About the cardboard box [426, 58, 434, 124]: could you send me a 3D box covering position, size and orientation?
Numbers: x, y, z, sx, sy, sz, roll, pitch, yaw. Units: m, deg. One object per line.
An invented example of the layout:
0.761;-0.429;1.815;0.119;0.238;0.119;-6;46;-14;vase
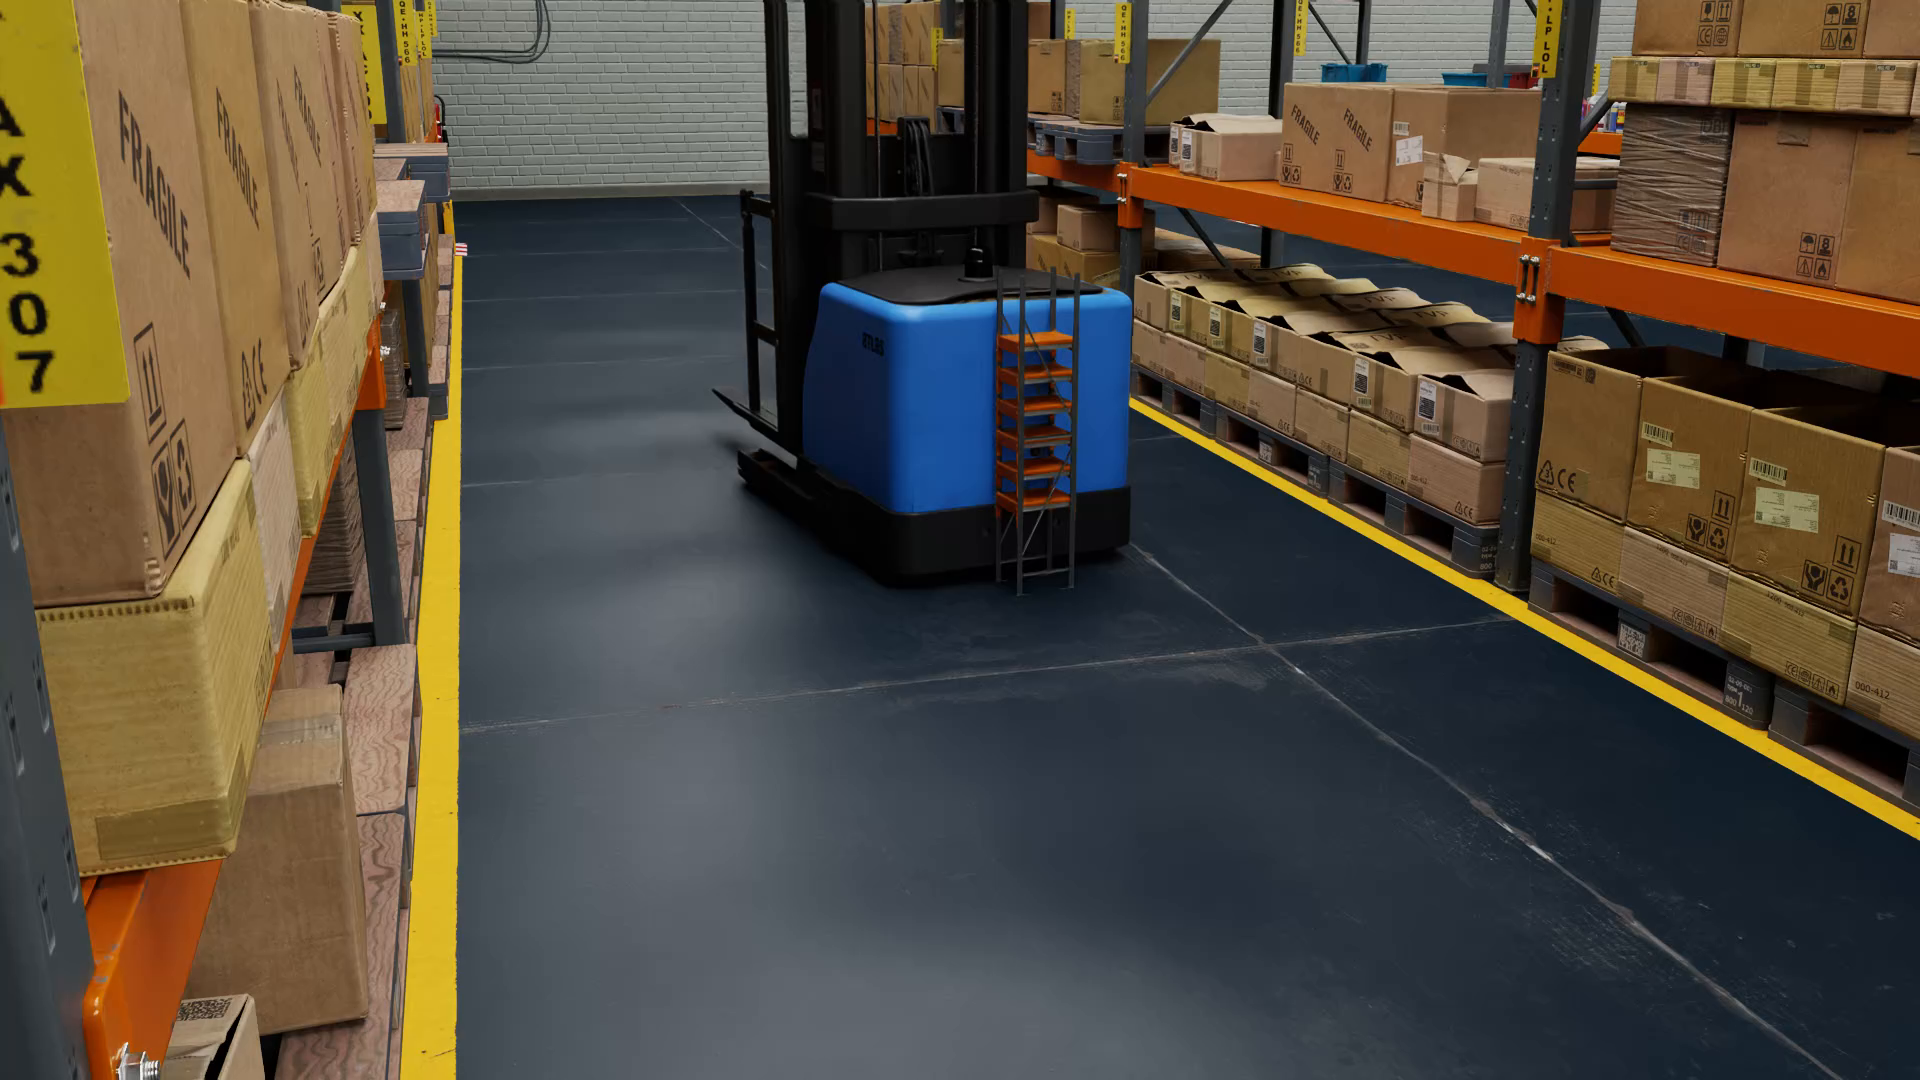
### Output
-5.158;-4.015;14.584;0.980;0.700;0.700;-5;17;-16;cardboard box

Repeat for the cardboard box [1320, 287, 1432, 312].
2.108;-1.137;8.597;0.500;0.311;0.500;-5;17;-16;cardboard box

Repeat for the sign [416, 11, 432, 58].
-3.900;-3.668;12.075;0.100;0.325;0.005;-5;17;-15;sign

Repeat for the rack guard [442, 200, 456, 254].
-5.525;-3.022;16.143;1.175;0.500;0.348;-5;17;-15;rack guard

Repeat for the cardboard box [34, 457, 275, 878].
-0.950;0.115;1.580;0.500;0.250;0.500;-5;17;-17;cardboard box

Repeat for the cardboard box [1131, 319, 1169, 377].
1.303;-1.108;9.478;0.500;0.250;0.500;-5;17;-15;cardboard box

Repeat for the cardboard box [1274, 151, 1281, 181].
1.847;-1.924;8.579;0.380;0.149;0.250;-3;17;-11;cardboard box

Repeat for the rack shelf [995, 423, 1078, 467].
0.285;-0.356;6.207;0.258;0.103;0.180;-7;18;-23;rack shelf

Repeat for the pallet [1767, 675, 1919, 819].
3.058;0.611;4.551;1.003;0.211;1.213;-5;17;-15;pallet

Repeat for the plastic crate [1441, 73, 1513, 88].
4.650;-4.013;15.019;0.392;0.384;0.575;-5;17;-15;plastic crate

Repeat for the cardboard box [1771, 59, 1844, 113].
2.644;-1.342;4.903;0.380;0.149;0.250;-5;17;-16;cardboard box

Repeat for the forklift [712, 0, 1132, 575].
-0.390;-1.650;7.350;1.130;2.935;3.031;-7;18;-23;forklift

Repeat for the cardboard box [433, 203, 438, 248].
-5.092;-2.892;14.982;0.700;0.500;0.500;-5;17;-15;cardboard box

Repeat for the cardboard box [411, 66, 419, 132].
-3.478;-2.637;9.791;0.500;0.500;0.500;-5;17;-16;cardboard box

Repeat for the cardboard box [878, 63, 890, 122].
-0.470;-4.090;15.179;0.500;0.500;0.500;-4;17;-15;cardboard box

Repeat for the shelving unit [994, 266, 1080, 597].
0.285;-0.399;6.194;0.258;1.200;0.189;-7;18;-23;shelving unit

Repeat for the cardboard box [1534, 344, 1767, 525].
2.368;-0.376;5.736;0.500;0.500;0.500;-5;17;-15;cardboard box

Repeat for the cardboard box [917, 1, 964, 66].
-0.045;-4.145;13.625;0.500;0.500;0.500;-5;17;-15;cardboard box

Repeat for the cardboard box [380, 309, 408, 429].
-3.072;-0.818;8.042;0.700;0.500;0.500;-4;17;-14;cardboard box

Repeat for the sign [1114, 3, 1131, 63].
0.923;-2.863;9.395;0.100;0.325;0.005;-5;17;-15;sign

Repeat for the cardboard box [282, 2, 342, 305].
-1.379;-0.662;2.865;0.500;0.500;0.500;-4;17;-14;cardboard box

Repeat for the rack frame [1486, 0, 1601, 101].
5.106;-3.889;14.686;1.000;3.000;0.127;-5;17;-15;rack frame

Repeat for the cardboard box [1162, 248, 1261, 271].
1.592;-1.554;10.493;0.500;0.500;0.500;-4;17;-13;cardboard box

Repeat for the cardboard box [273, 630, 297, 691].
-1.897;0.377;4.062;0.500;0.500;0.500;-6;18;-19;cardboard box

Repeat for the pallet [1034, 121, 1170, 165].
1.188;-2.482;10.335;1.213;0.211;1.003;-5;17;-15;pallet

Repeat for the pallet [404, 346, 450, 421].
-3.464;-0.888;9.542;1.003;0.211;1.213;-5;17;-15;pallet

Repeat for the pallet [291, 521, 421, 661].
-2.436;0.227;5.829;1.003;0.211;1.213;-5;17;-15;pallet

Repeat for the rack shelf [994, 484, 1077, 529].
0.285;-0.126;6.276;0.258;0.103;0.180;-7;18;-23;rack shelf

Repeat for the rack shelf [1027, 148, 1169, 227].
0.892;-2.601;11.647;1.077;0.370;4.000;-5;17;-15;rack shelf

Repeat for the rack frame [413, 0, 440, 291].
-4.419;-3.106;12.078;1.000;3.000;0.127;-5;17;-15;rack frame

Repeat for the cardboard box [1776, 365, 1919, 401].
3.005;-0.279;5.413;0.500;0.500;0.500;-5;17;-15;cardboard box

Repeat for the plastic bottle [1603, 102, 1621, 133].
5.185;-3.351;13.111;0.152;0.276;0.135;-5;17;-15;plastic bottle

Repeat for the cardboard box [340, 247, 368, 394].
-1.517;-0.447;3.454;0.500;0.250;0.500;-5;17;-16;cardboard box

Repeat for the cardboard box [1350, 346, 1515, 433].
2.005;-0.671;7.048;0.500;0.311;0.500;-4;17;-14;cardboard box

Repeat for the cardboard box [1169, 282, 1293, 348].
1.456;-1.232;8.915;0.500;0.311;0.500;-5;17;-17;cardboard box

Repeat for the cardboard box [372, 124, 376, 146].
-3.181;-2.129;7.887;0.700;0.500;0.500;-7;18;-22;cardboard box

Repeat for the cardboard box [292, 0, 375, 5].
-3.205;-2.713;8.739;0.500;0.250;0.500;-4;17;-14;cardboard box

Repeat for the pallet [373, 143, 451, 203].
-3.022;-1.719;7.794;1.213;0.211;1.003;-5;17;-15;pallet

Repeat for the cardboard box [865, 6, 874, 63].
-0.605;-4.705;15.491;0.500;0.500;0.500;-4;17;-14;cardboard box

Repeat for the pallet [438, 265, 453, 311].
-4.553;-1.987;13.200;1.003;0.211;1.213;-5;17;-15;pallet

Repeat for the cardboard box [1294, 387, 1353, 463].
1.870;-0.543;7.597;0.500;0.250;0.500;-4;17;-14;cardboard box

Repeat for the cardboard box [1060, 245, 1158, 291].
0.959;-1.646;10.798;0.500;0.500;0.500;-4;17;-13;cardboard box

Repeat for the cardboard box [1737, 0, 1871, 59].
2.809;-1.693;4.946;0.700;0.500;0.500;-5;17;-15;cardboard box

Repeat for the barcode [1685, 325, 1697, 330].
2.871;-0.863;6.521;0.001;0.075;0.075;-5;17;-15;barcode

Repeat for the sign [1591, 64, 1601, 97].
5.636;-4.065;14.789;0.100;0.325;0.005;-5;17;-15;sign

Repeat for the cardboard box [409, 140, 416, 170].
-3.240;-2.149;9.293;0.380;0.149;0.250;-4;17;-14;cardboard box

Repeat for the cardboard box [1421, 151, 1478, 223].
2.123;-1.450;6.799;0.396;0.266;0.258;-5;17;-17;cardboard box

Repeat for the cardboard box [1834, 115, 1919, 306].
2.954;-0.927;4.650;0.700;0.500;0.500;-4;17;-14;cardboard box

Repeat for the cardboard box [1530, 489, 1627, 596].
2.377;-0.018;5.847;0.500;0.250;0.500;-5;17;-15;cardboard box

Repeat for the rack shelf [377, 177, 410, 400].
-2.770;-1.102;6.657;1.077;0.370;4.000;-5;17;-15;rack shelf

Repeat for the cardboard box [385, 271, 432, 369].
-3.396;-1.385;9.355;0.750;0.750;0.750;-5;17;-16;cardboard box

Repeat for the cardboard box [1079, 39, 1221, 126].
1.160;-2.807;10.177;0.700;0.500;0.500;-12;20;-34;cardboard box
